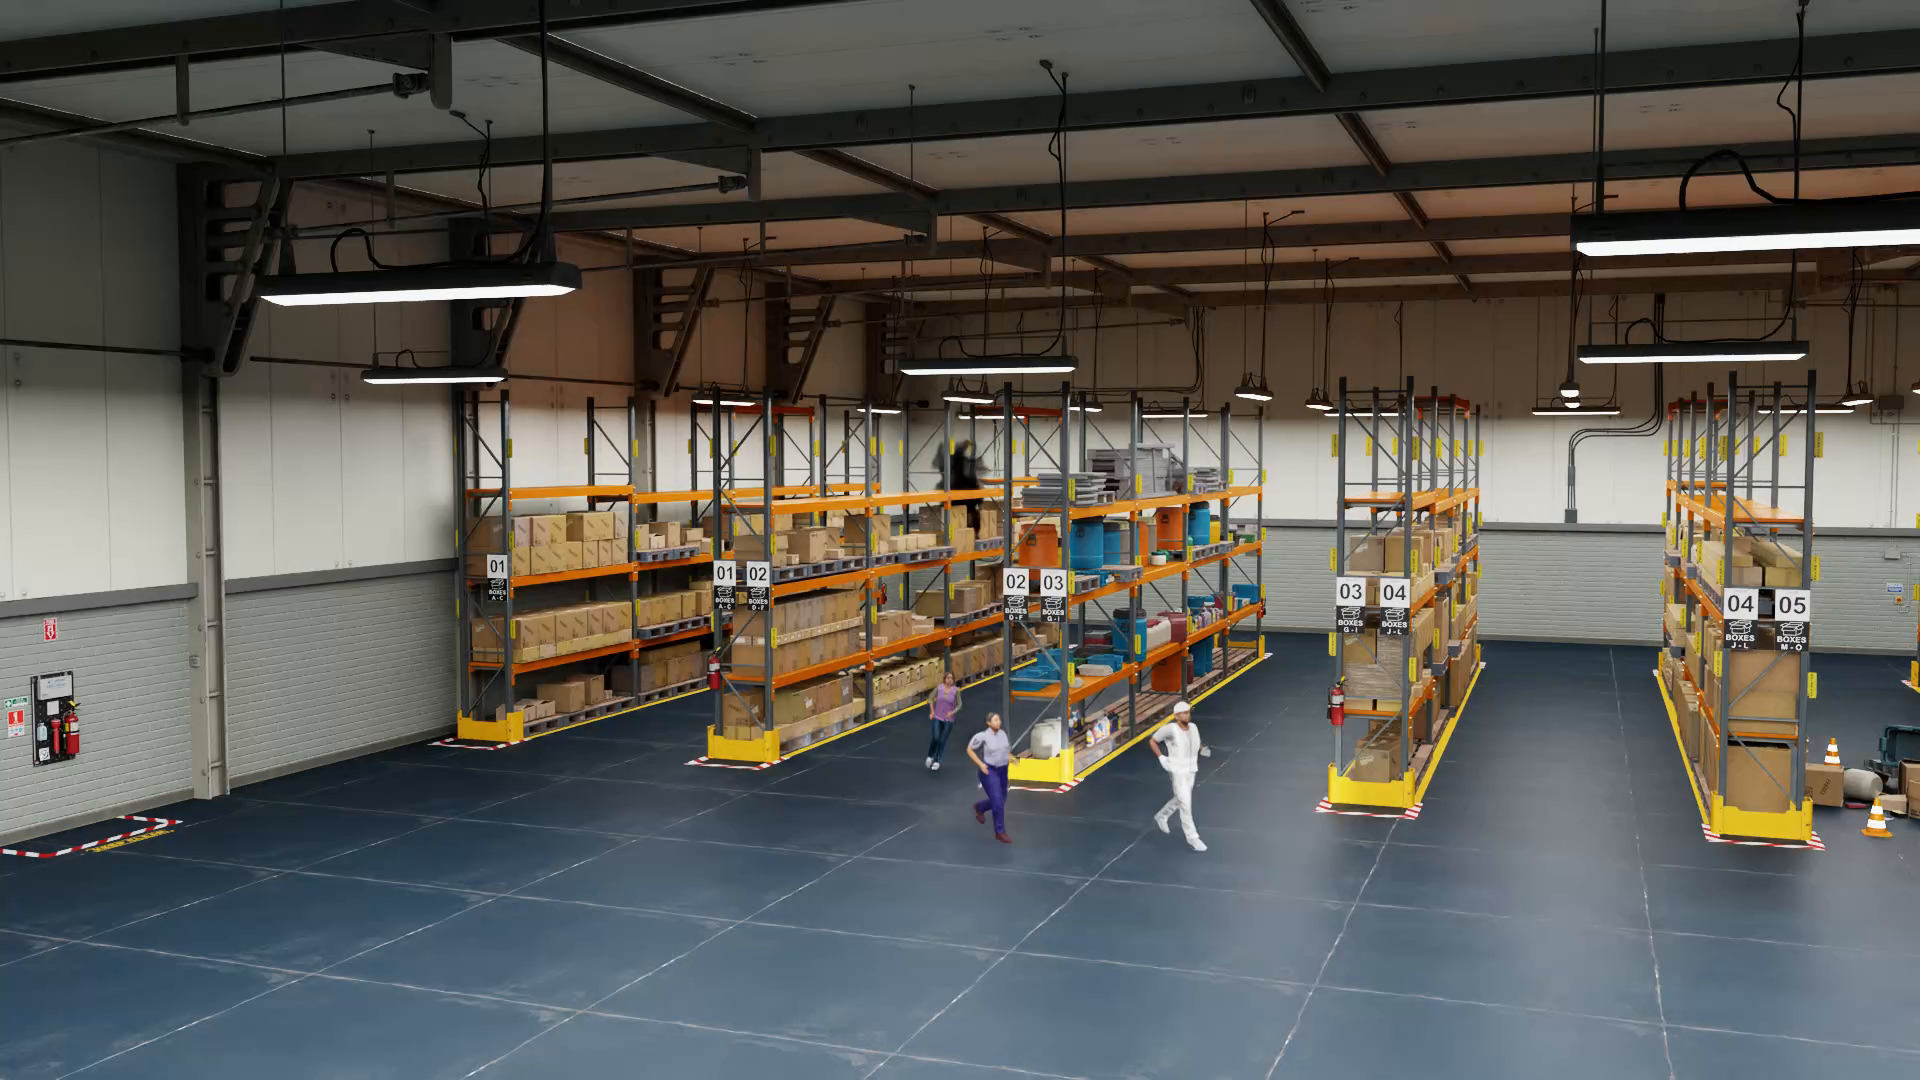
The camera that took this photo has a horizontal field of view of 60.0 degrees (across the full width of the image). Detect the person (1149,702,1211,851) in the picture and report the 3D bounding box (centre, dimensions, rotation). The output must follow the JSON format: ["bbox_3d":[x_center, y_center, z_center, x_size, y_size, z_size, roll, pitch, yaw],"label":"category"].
[{"bbox_3d":[2.798,2.937,21.011,0.679,1.796,0.988,-2,4,-38],"label":"person"}]

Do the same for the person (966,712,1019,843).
[{"bbox_3d":[0.415,3.031,21.386,0.607,1.635,0.799,-3,4,-41],"label":"person"}]

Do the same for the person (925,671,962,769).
[{"bbox_3d":[-0.254,2.803,25.808,0.572,1.547,0.542,0,3,0],"label":"person"}]
